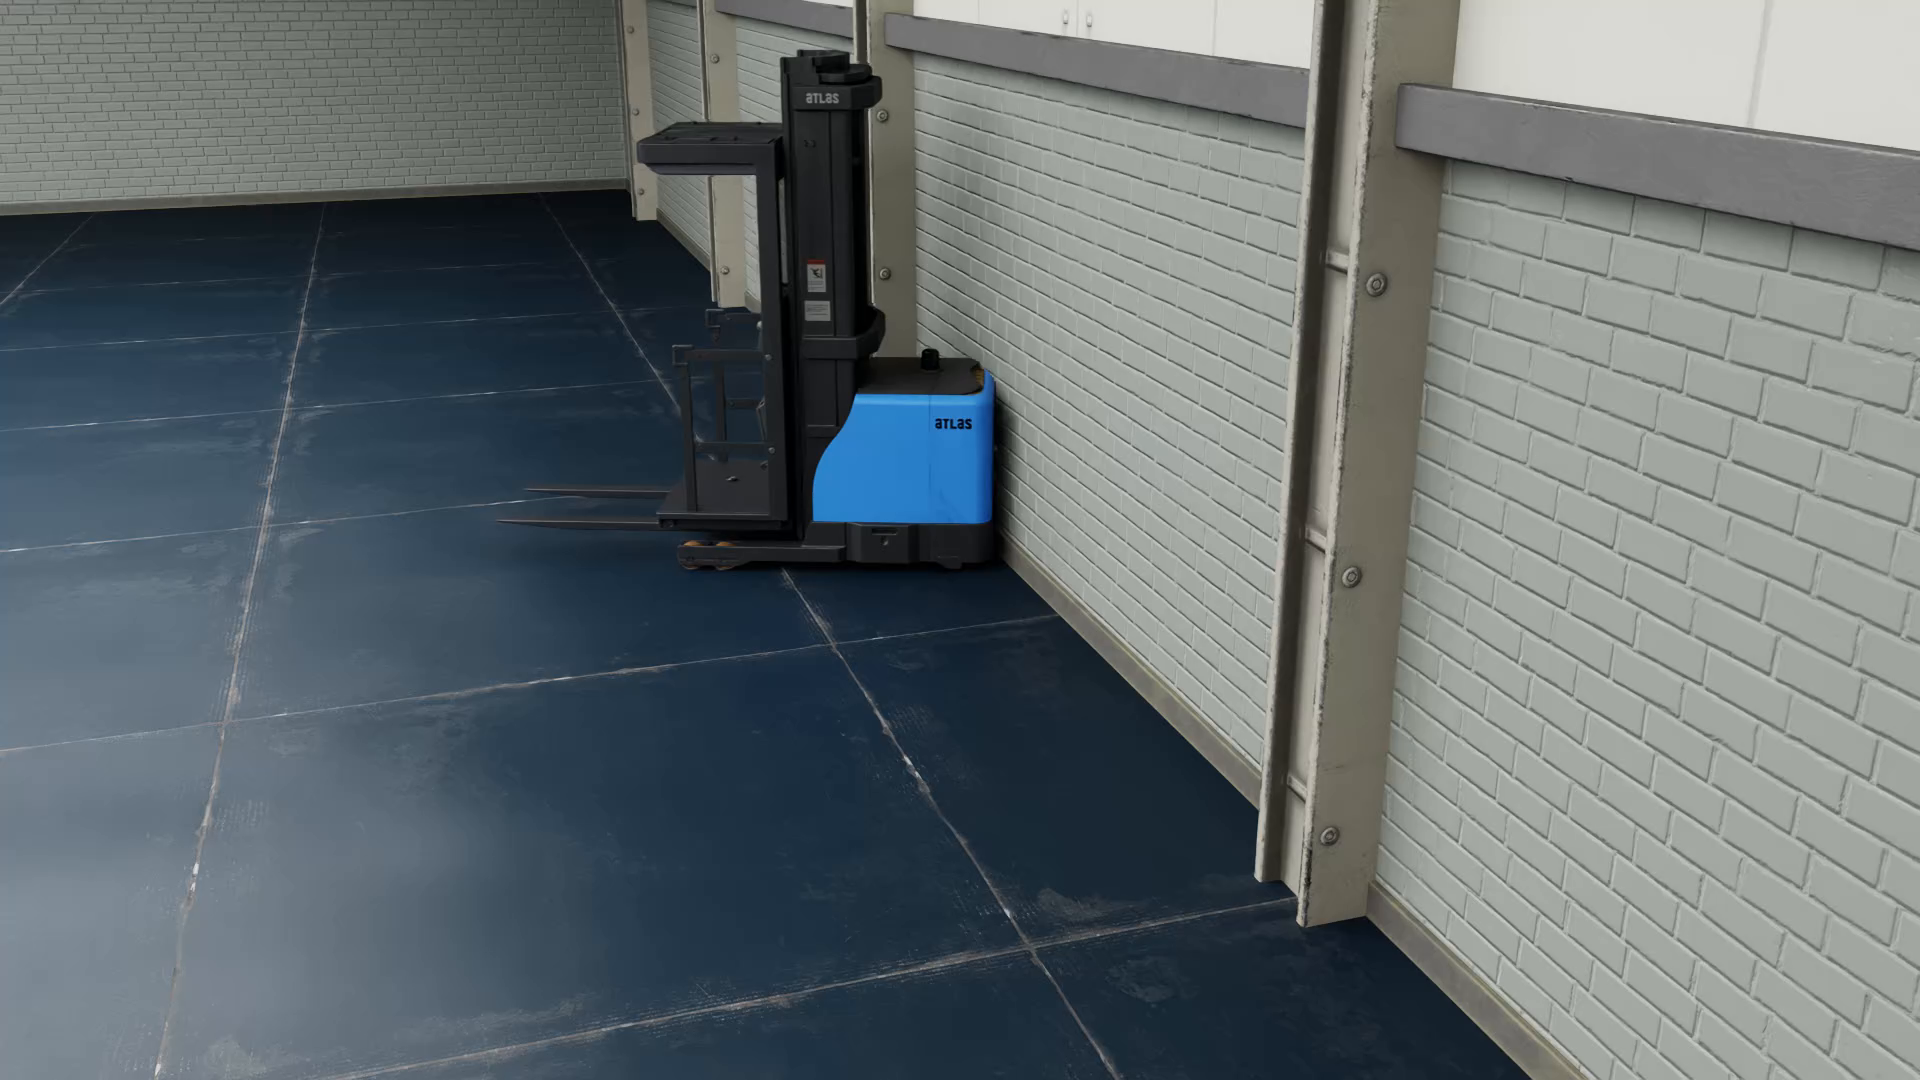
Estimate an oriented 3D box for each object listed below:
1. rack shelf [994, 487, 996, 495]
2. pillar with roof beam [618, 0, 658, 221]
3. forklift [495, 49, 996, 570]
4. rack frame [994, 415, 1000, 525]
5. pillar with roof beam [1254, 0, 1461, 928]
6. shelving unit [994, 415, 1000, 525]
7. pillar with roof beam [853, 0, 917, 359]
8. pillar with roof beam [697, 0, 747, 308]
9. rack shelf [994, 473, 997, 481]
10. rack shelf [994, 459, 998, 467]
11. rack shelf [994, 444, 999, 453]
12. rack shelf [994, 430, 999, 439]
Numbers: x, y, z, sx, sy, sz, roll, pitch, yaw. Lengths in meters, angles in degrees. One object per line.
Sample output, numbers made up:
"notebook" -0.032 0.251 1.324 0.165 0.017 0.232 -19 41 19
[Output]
"rack shelf" 0.082 -0.294 10.177 0.258 0.077 0.200 -9 26 -27
"pillar with roof beam" -8.358 -8.161 19.826 9.100 9.000 0.400 -6 21 -17
"forklift" -1.293 -1.376 9.912 3.031 2.935 1.130 1 20 3
"rack frame" 0.136 -0.371 10.048 0.240 0.900 0.006 -9 26 -27
"pillar with roof beam" -2.700 -2.385 3.744 9.100 9.000 0.400 -6 21 -17
"shelving unit" 0.088 -0.408 10.130 0.258 0.900 0.210 -9 26 -27
"pillar with roof beam" -4.586 -4.310 9.104 9.100 9.000 0.400 -6 21 -17
"pillar with roof beam" -6.472 -6.236 14.465 9.100 9.000 0.400 -6 21 -17
"rack shelf" 0.087 -0.377 10.143 0.258 0.077 0.200 -9 26 -27
"rack shelf" 0.092 -0.460 10.108 0.258 0.077 0.200 -9 26 -27
"rack shelf" 0.097 -0.543 10.073 0.258 0.077 0.200 -9 26 -27
"rack shelf" 0.102 -0.626 10.039 0.258 0.077 0.200 -9 26 -27
